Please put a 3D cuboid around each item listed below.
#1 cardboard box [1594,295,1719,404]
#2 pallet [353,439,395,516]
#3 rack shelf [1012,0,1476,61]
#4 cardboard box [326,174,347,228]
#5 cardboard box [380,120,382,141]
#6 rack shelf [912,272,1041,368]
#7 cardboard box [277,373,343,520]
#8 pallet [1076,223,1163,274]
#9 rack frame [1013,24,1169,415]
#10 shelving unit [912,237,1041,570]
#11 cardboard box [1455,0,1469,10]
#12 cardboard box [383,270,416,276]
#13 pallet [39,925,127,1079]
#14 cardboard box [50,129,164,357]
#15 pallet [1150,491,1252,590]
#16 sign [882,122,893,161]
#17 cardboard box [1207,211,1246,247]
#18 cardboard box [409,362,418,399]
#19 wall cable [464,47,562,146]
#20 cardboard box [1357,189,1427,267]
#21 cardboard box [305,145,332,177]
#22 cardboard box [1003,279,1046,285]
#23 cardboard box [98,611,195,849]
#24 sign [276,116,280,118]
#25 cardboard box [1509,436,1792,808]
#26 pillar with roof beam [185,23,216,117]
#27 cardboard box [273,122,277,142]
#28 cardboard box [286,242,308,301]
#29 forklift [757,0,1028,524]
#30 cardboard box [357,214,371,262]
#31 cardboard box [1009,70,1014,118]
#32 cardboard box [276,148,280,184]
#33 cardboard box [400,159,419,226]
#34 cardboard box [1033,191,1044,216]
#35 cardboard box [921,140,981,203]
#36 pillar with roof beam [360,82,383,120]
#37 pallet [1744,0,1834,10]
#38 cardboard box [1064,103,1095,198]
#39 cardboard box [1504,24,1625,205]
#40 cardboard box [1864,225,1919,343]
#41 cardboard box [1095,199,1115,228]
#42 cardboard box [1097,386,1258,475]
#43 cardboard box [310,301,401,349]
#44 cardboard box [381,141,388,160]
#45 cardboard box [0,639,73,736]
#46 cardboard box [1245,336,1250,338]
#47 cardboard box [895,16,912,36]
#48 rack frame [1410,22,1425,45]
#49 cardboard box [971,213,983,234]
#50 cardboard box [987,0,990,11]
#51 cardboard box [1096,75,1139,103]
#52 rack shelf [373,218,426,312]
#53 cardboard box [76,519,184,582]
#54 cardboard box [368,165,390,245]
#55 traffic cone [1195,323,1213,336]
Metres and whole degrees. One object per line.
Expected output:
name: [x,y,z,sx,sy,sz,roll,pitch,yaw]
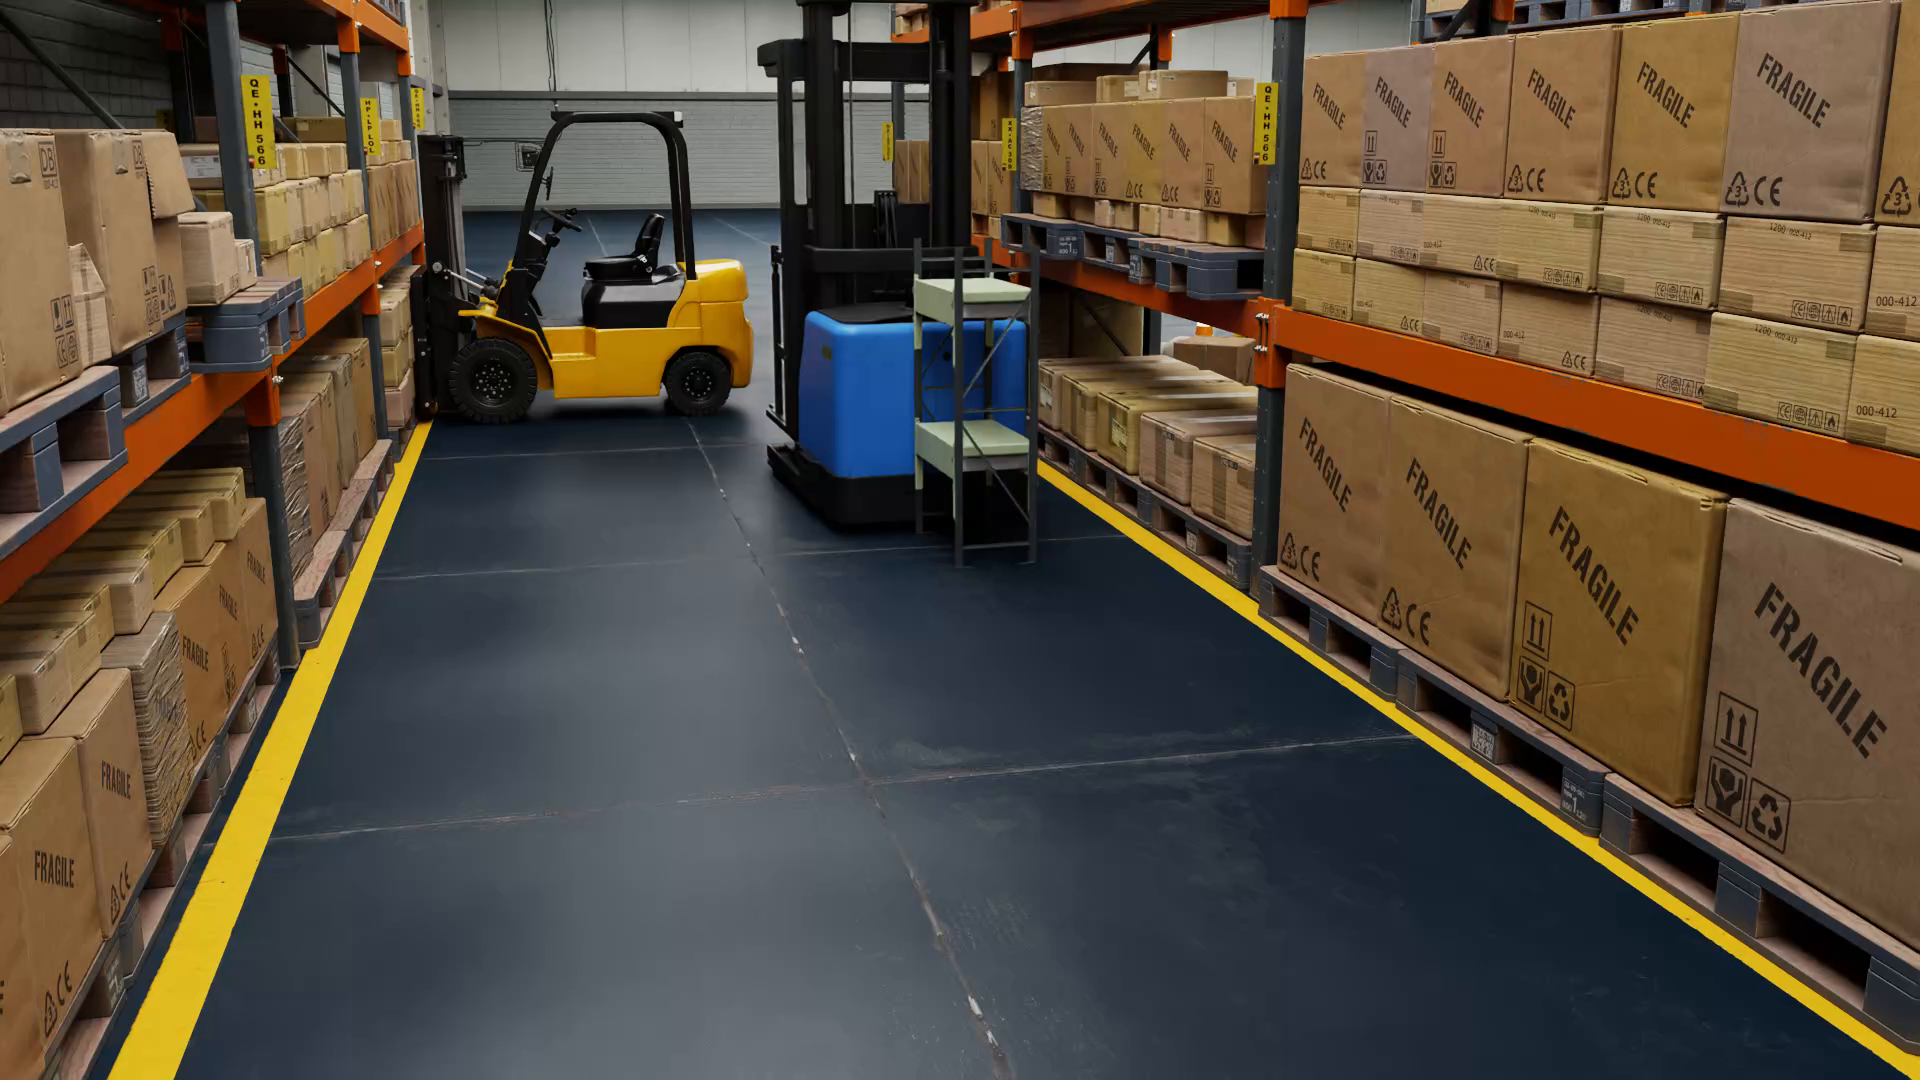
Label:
cardboard box: [2.155,-0.546,4.658,0.500,0.250,0.500,-4,14,-15]
pallet: [-3.768,-0.340,9.374,1.003,0.211,1.213,-3,14,-13]
rack shelf: [1.315,-2.786,8.707,1.077,0.370,4.000,-3,14,-13]
cardboard box: [-3.373,-1.697,8.315,0.500,0.250,0.500,-3,14,-12]
cardboard box: [-4.264,-2.869,11.646,0.380,0.149,0.250,-3,14,-12]
rack shelf: [0.068,-1.065,7.980,0.431,0.370,0.720,-4,14,-16]
cardboard box: [-3.492,-0.440,8.028,0.875,0.625,0.625,-4,14,-16]
pallet: [1.280,-1.578,8.972,1.003,0.211,1.213,-3,14,-13]
rack frame: [0.845,-2.140,10.866,1.000,3.000,0.127,-3,14,-13]
shelving unit: [0.068,-0.685,8.073,0.431,1.500,0.755,-4,14,-16]
cardboard box: [4.581,-4.736,14.606,0.380,0.149,0.250,-3,14,-13]
cardboard box: [-4.381,-1.933,12.821,0.500,0.250,0.500,-3,14,-12]
pallet: [-2.328,1.152,3.267,1.003,0.211,1.213,-3,14,-13]
cardboard box: [-2.302,-0.694,3.852,0.700,0.500,0.500,-3,14,-13]
pallet: [1.602,-0.043,8.158,1.003,0.211,1.213,-3,14,-13]
sign: [-0.622,-3.453,14.416,0.100,0.325,0.005,-3,14,-13]
cardboard box: [1.345,-1.420,7.562,0.380,0.149,0.250,-3,14,-12]
cardboard box: [-4.041,-1.095,11.497,0.500,0.250,0.500,-3,14,-12]
wall cable: [-12.083,-11.654,43.712,3.097,2.526,0.112,-3,14,-13]
cardboard box: [1.784,-1.137,6.024,0.500,0.250,0.500,-3,14,-12]
cardboard box: [-3.216,-1.810,7.937,0.380,0.149,0.250,-4,14,-15]
cardboard box: [0.324,-1.611,12.031,0.500,0.500,0.500,-3,14,-12]
cardboard box: [-2.358,0.512,4.395,0.500,0.500,0.500,-4,14,-15]
sign: [-5.459,-3.215,13.274,0.100,0.325,0.005,-3,14,-13]
cardboard box: [2.281,0.187,4.933,0.875,0.875,0.875,-3,14,-12]
pillar with roof beam: [-1.446,-5.729,12.914,9.100,9.000,0.400,-3,14,-13]
cardboard box: [-4.366,-2.488,10.085,0.380,0.149,0.250,-4,14,-15]
cardboard box: [-3.020,-1.099,6.922,0.500,0.250,0.500,-4,14,-14]
forklift: [-0.541,-1.809,9.656,1.130,2.935,3.031,-4,14,-16]
cardboard box: [-3.606,-1.688,9.332,0.500,0.250,0.500,-3,14,-12]
cardboard box: [0.762,-3.169,12.133,0.700,0.500,0.500,-4,14,-14]
cardboard box: [-2.977,-1.513,6.721,0.380,0.149,0.250,-3,14,-12]
cardboard box: [-4.548,-2.735,13.091,0.500,0.500,0.500,-4,14,-14]
cardboard box: [0.668,-2.077,10.252,0.380,0.149,0.250,-3,14,-12]
cardboard box: [-0.007,-2.894,13.116,0.500,0.500,0.500,-4,14,-14]
pillar with roof beam: [-4.265,-8.497,24.245,9.100,9.000,0.400,-3,14,-13]
pallet: [5.896,-3.595,10.903,0.805,0.209,1.217,-4,14,-15]
cardboard box: [0.897,-2.183,9.318,0.500,0.500,0.500,-3,14,-14]
cardboard box: [2.010,-1.273,5.002,0.500,0.500,0.500,-3,14,-12]
cardboard box: [2.384,-0.553,3.631,0.500,0.250,0.500,-3,14,-13]
cardboard box: [0.947,-1.775,9.015,0.380,0.149,0.250,-3,14,-11]
cardboard box: [1.308,-0.621,9.299,0.950,0.372,0.625,-3,14,-11]
cardboard box: [-3.788,-1.346,10.416,0.500,0.250,0.500,-4,14,-14]
cardboard box: [-4.071,-2.611,11.218,0.380,0.149,0.250,-4,14,-15]
cardboard box: [-2.237,0.340,3.729,0.380,0.149,0.250,-3,14,-13]
cardboard box: [2.779,-1.586,13.858,0.637,0.503,0.797,10,17,35]
cardboard box: [-0.332,-4.303,13.930,0.380,0.149,0.250,-3,14,-13]
rack frame: [4.693,-3.362,15.868,1.000,3.000,0.127,-3,14,-13]
cardboard box: [0.231,-2.309,12.089,0.380,0.149,0.250,-3,14,-14]
cardboard box: [0.404,-3.713,11.513,0.380,0.149,0.250,-4,14,-15]
cardboard box: [0.967,-2.479,9.165,0.380,0.149,0.250,-2,14,-10]
rack shelf: [-4.449,-1.974,11.704,1.077,0.370,4.000,-3,14,-13]
cardboard box: [-2.546,0.043,4.945,0.380,0.149,0.250,-3,14,-12]
cardboard box: [-3.968,-2.147,10.685,0.500,0.500,0.500,-3,14,-12]
traffic cone: [2.260,-1.943,15.407,0.336,0.463,0.334,-3,14,-13]
